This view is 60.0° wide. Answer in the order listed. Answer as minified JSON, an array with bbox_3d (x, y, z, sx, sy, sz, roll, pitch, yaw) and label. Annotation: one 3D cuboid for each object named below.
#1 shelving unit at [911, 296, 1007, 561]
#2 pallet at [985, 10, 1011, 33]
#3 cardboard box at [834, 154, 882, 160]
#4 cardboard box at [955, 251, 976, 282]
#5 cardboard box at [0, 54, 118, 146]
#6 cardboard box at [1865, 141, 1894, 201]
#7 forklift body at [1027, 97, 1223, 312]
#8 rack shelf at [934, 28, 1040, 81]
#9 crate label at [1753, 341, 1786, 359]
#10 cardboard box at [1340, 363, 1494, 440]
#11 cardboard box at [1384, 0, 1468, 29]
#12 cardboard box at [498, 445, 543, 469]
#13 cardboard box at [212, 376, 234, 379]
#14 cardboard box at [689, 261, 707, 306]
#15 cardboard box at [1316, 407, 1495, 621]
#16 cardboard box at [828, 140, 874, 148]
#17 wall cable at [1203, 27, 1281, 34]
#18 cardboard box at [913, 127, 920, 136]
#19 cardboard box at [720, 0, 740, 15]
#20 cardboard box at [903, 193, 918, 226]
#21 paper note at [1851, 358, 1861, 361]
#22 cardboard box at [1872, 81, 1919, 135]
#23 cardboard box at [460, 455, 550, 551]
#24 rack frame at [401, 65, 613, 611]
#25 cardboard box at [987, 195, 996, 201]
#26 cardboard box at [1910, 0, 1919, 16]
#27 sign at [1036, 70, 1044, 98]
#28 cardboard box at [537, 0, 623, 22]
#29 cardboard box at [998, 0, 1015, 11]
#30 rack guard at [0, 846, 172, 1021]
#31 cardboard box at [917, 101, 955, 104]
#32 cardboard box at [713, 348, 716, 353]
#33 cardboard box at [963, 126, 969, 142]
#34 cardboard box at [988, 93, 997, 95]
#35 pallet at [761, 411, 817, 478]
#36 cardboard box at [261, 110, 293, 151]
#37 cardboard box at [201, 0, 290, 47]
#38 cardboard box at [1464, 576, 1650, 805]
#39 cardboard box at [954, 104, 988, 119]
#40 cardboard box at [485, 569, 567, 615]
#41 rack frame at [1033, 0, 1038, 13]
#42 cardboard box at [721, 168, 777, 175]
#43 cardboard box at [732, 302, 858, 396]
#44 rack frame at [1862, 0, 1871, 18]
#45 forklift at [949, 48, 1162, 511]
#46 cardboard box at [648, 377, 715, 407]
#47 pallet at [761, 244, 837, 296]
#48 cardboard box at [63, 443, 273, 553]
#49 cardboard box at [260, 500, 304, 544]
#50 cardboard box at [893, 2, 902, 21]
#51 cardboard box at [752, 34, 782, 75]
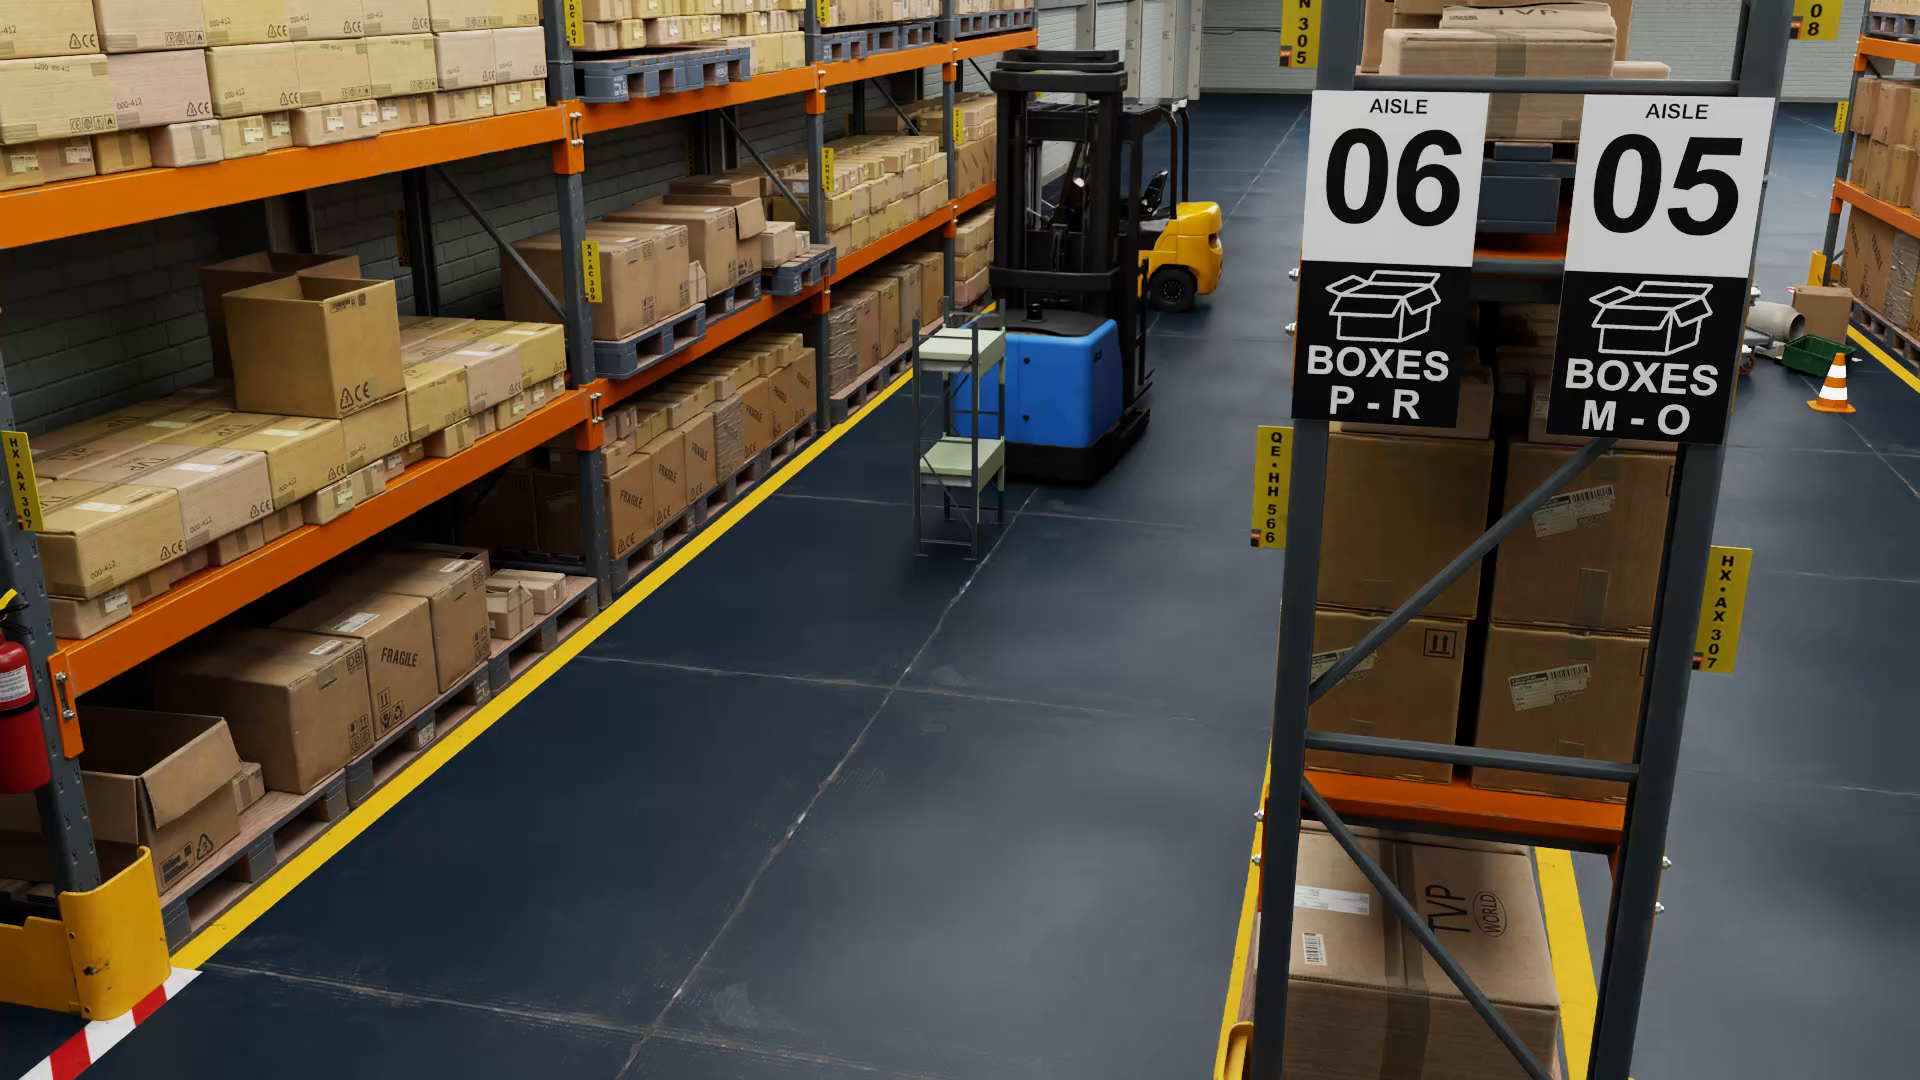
[{"bbox_3d":[0.002,-0.712,10.451,0.431,1.500,0.755,5,19,13],"label":"shelving unit"},{"bbox_3d":[-0.069,-5.606,17.956,1.003,0.211,1.213,5,19,13],"label":"pallet"},{"bbox_3d":[-0.891,-3.250,14.403,0.380,0.149,0.250,5,19,13],"label":"cardboard box"},{"bbox_3d":[-0.135,-2.839,17.191,0.500,0.250,0.500,5,19,13],"label":"cardboard box"},{"bbox_3d":[-3.111,-1.424,5.346,0.500,0.250,0.500,4,19,13],"label":"cardboard box"},{"bbox_3d":[9.645,-3.693,16.627,0.875,0.550,0.550,5,19,13],"label":"cardboard box"},{"bbox_3d":[1.731,-3.692,18.168,2.313,2.155,1.214,5,19,13],"label":"forklift body"},{"bbox_3d":[-0.064,-5.284,17.989,1.077,0.370,4.000,5,19,13],"label":"rack shelf"},{"bbox_3d":[7.696,-1.809,15.773,0.298,0.136,0.250,-9,21,-24],"label":"crate label"},{"bbox_3d":[1.223,-0.382,4.459,0.380,0.149,0.250,5,19,14],"label":"cardboard box"},{"bbox_3d":[2.009,-1.969,6.206,0.797,0.503,0.637,6,20,18],"label":"cardboard box"},{"bbox_3d":[-2.697,-0.531,9.817,0.380,0.149,0.250,4,19,11],"label":"cardboard box"},{"bbox_3d":[-3.134,-0.687,7.830,0.500,0.250,0.500,5,20,15],"label":"cardboard box"},{"bbox_3d":[-1.795,-1.611,10.321,0.396,0.266,0.258,6,20,16],"label":"cardboard box"},{"bbox_3d":[1.217,-0.116,4.686,0.500,0.500,0.500,5,20,15],"label":"cardboard box"},{"bbox_3d":[-1.025,-3.681,15.665,0.380,0.149,0.250,5,19,13],"label":"cardboard box"},{"bbox_3d":[8.713,-16.276,49.221,3.097,2.526,0.112,5,19,13],"label":"wall cable"},{"bbox_3d":[-0.623,-4.217,17.234,0.380,0.149,0.250,5,20,15],"label":"cardboard box"},{"bbox_3d":[-1.644,-3.464,10.704,0.380,0.149,0.250,5,19,14],"label":"cardboard box"},{"bbox_3d":[-0.690,-3.017,15.112,0.500,0.250,0.500,5,19,14],"label":"cardboard box"},{"bbox_3d":[8.373,-1.705,15.632,0.147,0.020,0.142,-9,21,-24],"label":"paper note"},{"bbox_3d":[9.891,-4.371,16.941,0.875,0.550,0.550,5,19,13],"label":"cardboard box"},{"bbox_3d":[-2.674,-0.264,10.036,0.500,0.500,0.500,5,19,13],"label":"cardboard box"},{"bbox_3d":[-2.507,-1.071,9.181,1.000,3.000,0.127,5,19,13],"label":"rack frame"},{"bbox_3d":[0.496,-3.873,19.443,0.500,0.250,0.500,5,19,14],"label":"cardboard box"},{"bbox_3d":[9.299,-5.071,15.836,0.380,0.149,0.250,5,19,14],"label":"cardboard box"},{"bbox_3d":[0.948,-5.445,19.829,0.100,0.325,0.005,5,19,13],"label":"sign"},{"bbox_3d":[-2.009,-2.817,8.778,0.380,0.149,0.250,5,20,15],"label":"cardboard box"},{"bbox_3d":[0.206,-6.073,18.229,0.700,0.500,0.500,5,19,14],"label":"cardboard box"},{"bbox_3d":[-3.466,1.342,5.984,1.175,0.500,0.348,5,19,13],"label":"rack guard"},{"bbox_3d":[-0.270,-4.756,18.352,0.380,0.149,0.250,5,19,14],"label":"cardboard box"},{"bbox_3d":[-2.050,-1.427,12.439,0.380,0.149,0.250,5,20,15],"label":"cardboard box"},{"bbox_3d":[-0.121,-4.177,17.117,0.380,0.149,0.250,5,19,13],"label":"cardboard box"},{"bbox_3d":[0.542,-5.198,19.646,0.380,0.149,0.250,5,19,14],"label":"cardboard box"},{"bbox_3d":[-1.749,-0.774,12.626,1.003,0.211,1.213,5,19,13],"label":"pallet"},{"bbox_3d":[-2.845,-1.597,6.471,0.380,0.149,0.250,4,19,13],"label":"cardboard box"},{"bbox_3d":[-2.880,-1.978,6.197,0.500,0.250,0.500,4,19,13],"label":"cardboard box"},{"bbox_3d":[1.725,0.399,4.724,0.500,0.500,0.500,5,19,13],"label":"cardboard box"},{"bbox_3d":[0.095,-4.639,18.010,0.380,0.149,0.250,5,19,14],"label":"cardboard box"},{"bbox_3d":[-2.358,0.278,8.995,0.380,0.149,0.250,4,19,12],"label":"cardboard box"},{"bbox_3d":[0.425,-7.671,19.223,1.000,3.000,0.127,5,19,13],"label":"rack frame"},{"bbox_3d":[-1.691,-2.887,13.342,0.380,0.149,0.250,5,20,15],"label":"cardboard box"},{"bbox_3d":[-1.364,-1.594,13.737,0.875,0.625,0.625,5,20,15],"label":"cardboard box"},{"bbox_3d":[10.064,-6.921,17.027,1.000,3.000,0.127,5,19,13],"label":"rack frame"},{"bbox_3d":[8.673,-0.742,8.010,19.036,3.140,7.493,6,20,17],"label":"forklift"},{"bbox_3d":[-1.865,-0.986,11.147,0.380,0.149,0.250,5,19,14],"label":"cardboard box"},{"bbox_3d":[-1.627,-2.015,12.245,1.213,0.211,1.003,5,19,13],"label":"pallet"},{"bbox_3d":[-2.989,-0.166,6.304,0.500,0.250,0.500,5,19,14],"label":"cardboard box"},{"bbox_3d":[-2.910,-0.106,6.746,0.380,0.149,0.250,5,19,14],"label":"cardboard box"},{"bbox_3d":[-0.715,-4.514,14.207,0.380,0.149,0.250,4,19,13],"label":"cardboard box"},{"bbox_3d":[-1.542,-3.335,11.403,0.500,0.250,0.500,5,19,14],"label":"cardboard box"}]
